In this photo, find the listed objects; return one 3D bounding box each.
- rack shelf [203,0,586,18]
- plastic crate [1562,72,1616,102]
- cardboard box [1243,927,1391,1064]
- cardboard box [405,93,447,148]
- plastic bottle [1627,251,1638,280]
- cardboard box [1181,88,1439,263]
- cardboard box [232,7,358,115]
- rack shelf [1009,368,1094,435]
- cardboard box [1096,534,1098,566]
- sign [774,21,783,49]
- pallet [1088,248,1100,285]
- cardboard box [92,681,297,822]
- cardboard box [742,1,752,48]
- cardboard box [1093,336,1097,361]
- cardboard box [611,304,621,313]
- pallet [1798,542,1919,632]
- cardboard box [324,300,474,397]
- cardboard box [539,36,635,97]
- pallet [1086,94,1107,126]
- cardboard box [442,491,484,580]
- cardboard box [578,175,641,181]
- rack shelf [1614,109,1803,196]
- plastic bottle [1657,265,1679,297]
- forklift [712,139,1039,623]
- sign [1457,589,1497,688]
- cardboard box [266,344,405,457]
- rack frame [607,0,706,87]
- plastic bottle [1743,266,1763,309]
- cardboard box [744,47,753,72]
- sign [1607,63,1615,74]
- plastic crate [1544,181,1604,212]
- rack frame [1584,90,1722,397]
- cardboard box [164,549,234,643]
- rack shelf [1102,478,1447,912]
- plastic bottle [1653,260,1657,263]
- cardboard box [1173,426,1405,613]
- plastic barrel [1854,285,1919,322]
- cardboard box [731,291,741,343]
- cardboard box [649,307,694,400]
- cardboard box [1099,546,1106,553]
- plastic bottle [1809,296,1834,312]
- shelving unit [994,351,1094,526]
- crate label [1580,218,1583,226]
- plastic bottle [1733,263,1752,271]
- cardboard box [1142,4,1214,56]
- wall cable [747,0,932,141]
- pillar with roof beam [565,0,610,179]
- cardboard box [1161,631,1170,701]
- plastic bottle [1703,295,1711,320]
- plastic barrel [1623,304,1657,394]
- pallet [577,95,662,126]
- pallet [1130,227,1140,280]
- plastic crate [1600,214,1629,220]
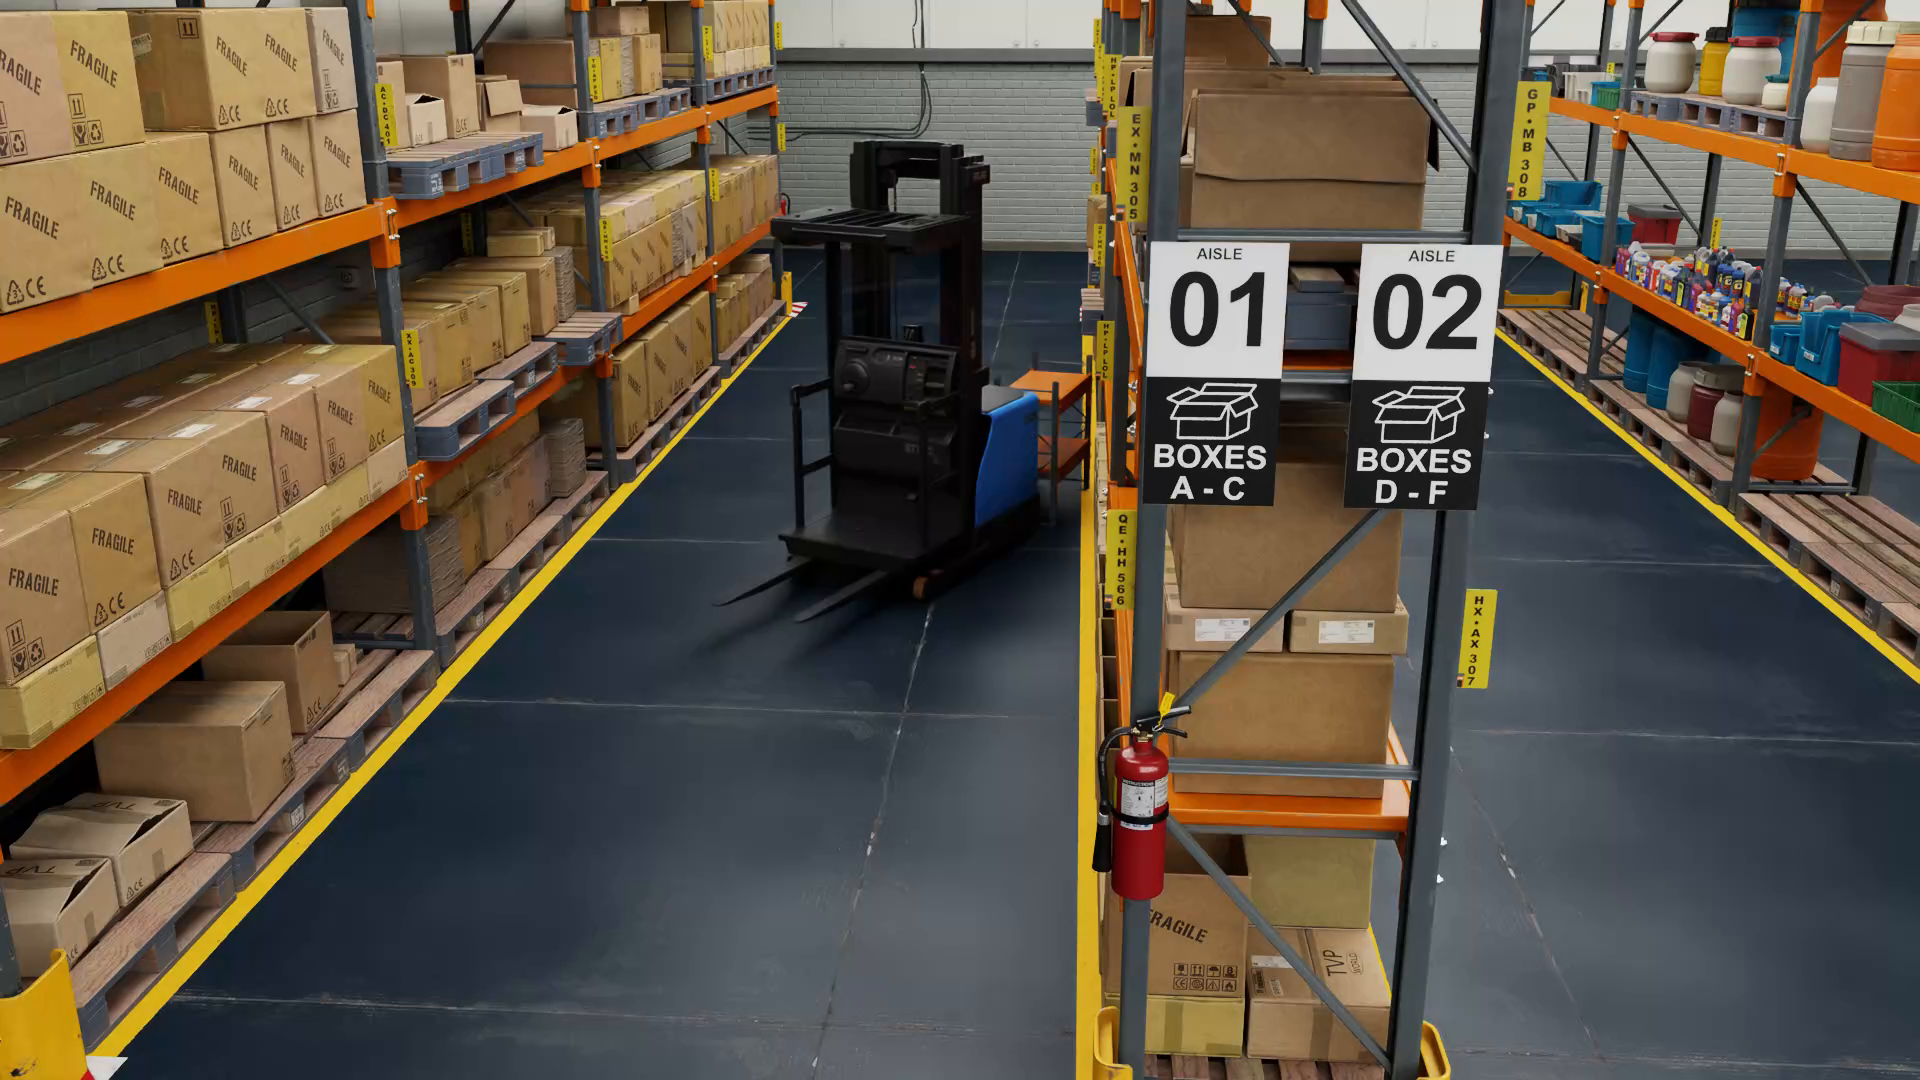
[{"bbox_3d":[-3.467,-3.550,10.602,1.077,0.370,4.000,1,18,4],"label":"rack shelf"},{"bbox_3d":[6.665,-4.803,17.637,0.437,0.282,0.530,1,18,4],"label":"plastic crate"},{"bbox_3d":[1.304,1.688,6.197,0.500,0.250,0.500,1,18,4],"label":"cardboard box"},{"bbox_3d":[-3.447,-2.552,10.044,0.500,0.311,0.500,2,18,6],"label":"cardboard box"},{"bbox_3d":[6.386,-2.600,15.746,0.097,0.271,0.097,0,18,0],"label":"plastic bottle"},{"bbox_3d":[1.090,-1.177,5.315,0.797,0.503,0.637,3,18,8],"label":"cardboard box"},{"bbox_3d":[-3.376,-2.406,8.332,0.500,0.500,0.500,0,18,-1],"label":"cardboard box"},{"bbox_3d":[0.660,-1.097,13.025,0.538,0.278,1.000,6,19,18],"label":"rack shelf"},{"bbox_3d":[1.184,-0.002,11.355,0.500,0.250,0.500,2,18,5],"label":"cardboard box"},{"bbox_3d":[-2.210,-6.129,20.198,0.100,0.325,0.005,1,18,4],"label":"sign"},{"bbox_3d":[1.738,-2.648,15.995,1.003,0.211,1.213,1,18,4],"label":"pallet"},{"bbox_3d":[-3.614,0.995,7.878,0.700,0.500,0.500,0,18,0],"label":"cardboard box"},{"bbox_3d":[-2.606,-5.743,18.518,0.500,0.500,0.500,0,18,1],"label":"cardboard box"},{"bbox_3d":[1.662,-2.189,17.595,0.500,0.500,0.500,1,18,4],"label":"cardboard box"},{"bbox_3d":[-3.042,-1.917,13.828,0.380,0.149,0.250,2,18,5],"label":"cardboard box"},{"bbox_3d":[6.374,0.312,11.132,1.003,0.211,1.213,1,18,4],"label":"pallet"},{"bbox_3d":[-3.493,-1.197,10.392,0.700,0.500,0.500,3,18,10],"label":"cardboard box"},{"bbox_3d":[-3.285,-4.177,14.669,0.700,0.500,0.500,1,18,4],"label":"cardboard box"},{"bbox_3d":[1.716,-3.798,14.681,1.213,0.211,1.003,1,18,4],"label":"pallet"},{"bbox_3d":[-3.587,-0.021,10.979,0.700,0.500,0.500,1,18,3],"label":"cardboard box"},{"bbox_3d":[-3.361,-3.349,15.953,0.500,0.250,0.500,1,18,5],"label":"cardboard box"},{"bbox_3d":[6.701,-3.336,14.124,1.077,0.370,4.000,1,18,4],"label":"rack shelf"},{"bbox_3d":[6.349,-2.319,14.883,0.152,0.276,0.135,1,18,4],"label":"plastic bottle"},{"bbox_3d":[-0.549,-1.142,11.200,1.130,2.935,3.031,10,20,27],"label":"forklift"},{"bbox_3d":[1.597,0.307,5.151,0.100,0.325,0.005,1,18,4],"label":"sign"},{"bbox_3d":[-3.336,-0.751,8.901,0.500,0.500,0.500,1,18,4],"label":"cardboard box"},{"bbox_3d":[-3.037,-5.945,16.115,1.000,3.000,0.127,1,18,4],"label":"rack frame"},{"bbox_3d":[6.865,-2.176,14.327,0.144,0.351,0.185,1,18,4],"label":"plastic bottle"},{"bbox_3d":[-2.606,-5.381,18.617,0.500,0.250,0.500,1,18,2],"label":"cardboard box"},{"bbox_3d":[7.681,-5.484,19.693,0.100,0.325,0.005,1,18,4],"label":"sign"},{"bbox_3d":[7.294,-4.053,19.821,0.616,0.435,0.499,1,18,4],"label":"plastic crate"},{"bbox_3d":[6.845,-2.873,16.374,1.000,3.000,0.127,1,18,4],"label":"rack frame"},{"bbox_3d":[-3.480,0.230,7.112,0.500,0.250,0.500,1,18,3],"label":"cardboard box"},{"bbox_3d":[1.188,0.463,7.349,1.077,0.370,4.000,1,18,4],"label":"rack shelf"},{"bbox_3d":[6.531,-2.533,15.655,0.097,0.201,0.097,0,18,0],"label":"plastic bottle"},{"bbox_3d":[1.094,-0.083,5.615,0.700,0.500,0.500,1,18,4],"label":"cardboard box"},{"bbox_3d":[6.827,-1.545,12.101,0.600,0.536,0.708,1,18,4],"label":"plastic barrel"},{"bbox_3d":[-2.842,-2.492,18.551,0.700,0.500,0.500,1,18,3],"label":"cardboard box"},{"bbox_3d":[-3.015,-1.791,15.851,0.750,0.750,0.750,2,18,6],"label":"cardboard box"},{"bbox_3d":[1.074,0.208,9.811,0.500,0.311,0.500,1,18,4],"label":"cardboard box"},{"bbox_3d":[6.945,-1.843,13.429,0.152,0.276,0.135,1,18,4],"label":"plastic bottle"},{"bbox_3d":[0.660,-0.819,13.116,0.538,1.125,1.048,6,19,18],"label":"shelving unit"},{"bbox_3d":[7.223,-3.585,18.873,0.396,0.136,0.243,1,18,4],"label":"crate label"},{"bbox_3d":[7.067,-2.373,15.046,0.152,0.276,0.135,1,18,4],"label":"plastic bottle"},{"bbox_3d":[1.655,-3.826,12.699,0.500,0.500,0.500,1,18,4],"label":"cardboard box"},{"bbox_3d":[-1.988,-7.461,25.727,3.097,2.526,0.112,1,18,4],"label":"wall cable"},{"bbox_3d":[0.445,-6.086,16.544,9.100,9.000,0.400,1,18,4],"label":"pillar with roof beam"},{"bbox_3d":[1.123,0.387,6.265,0.700,0.500,0.500,2,18,5],"label":"cardboard box"},{"bbox_3d":[6.239,-1.930,13.815,0.097,0.201,0.097,0,18,0],"label":"plastic bottle"},{"bbox_3d":[6.789,-1.907,16.121,0.600,0.901,0.708,1,18,4],"label":"plastic barrel"},{"bbox_3d":[-3.253,-3.736,14.494,1.003,0.211,1.213,2,18,6],"label":"pallet"},{"bbox_3d":[1.205,-1.240,6.716,1.003,0.211,1.213,1,18,4],"label":"pallet"},{"bbox_3d":[7.138,-3.316,17.818,0.437,0.282,0.530,1,18,4],"label":"plastic crate"}]
